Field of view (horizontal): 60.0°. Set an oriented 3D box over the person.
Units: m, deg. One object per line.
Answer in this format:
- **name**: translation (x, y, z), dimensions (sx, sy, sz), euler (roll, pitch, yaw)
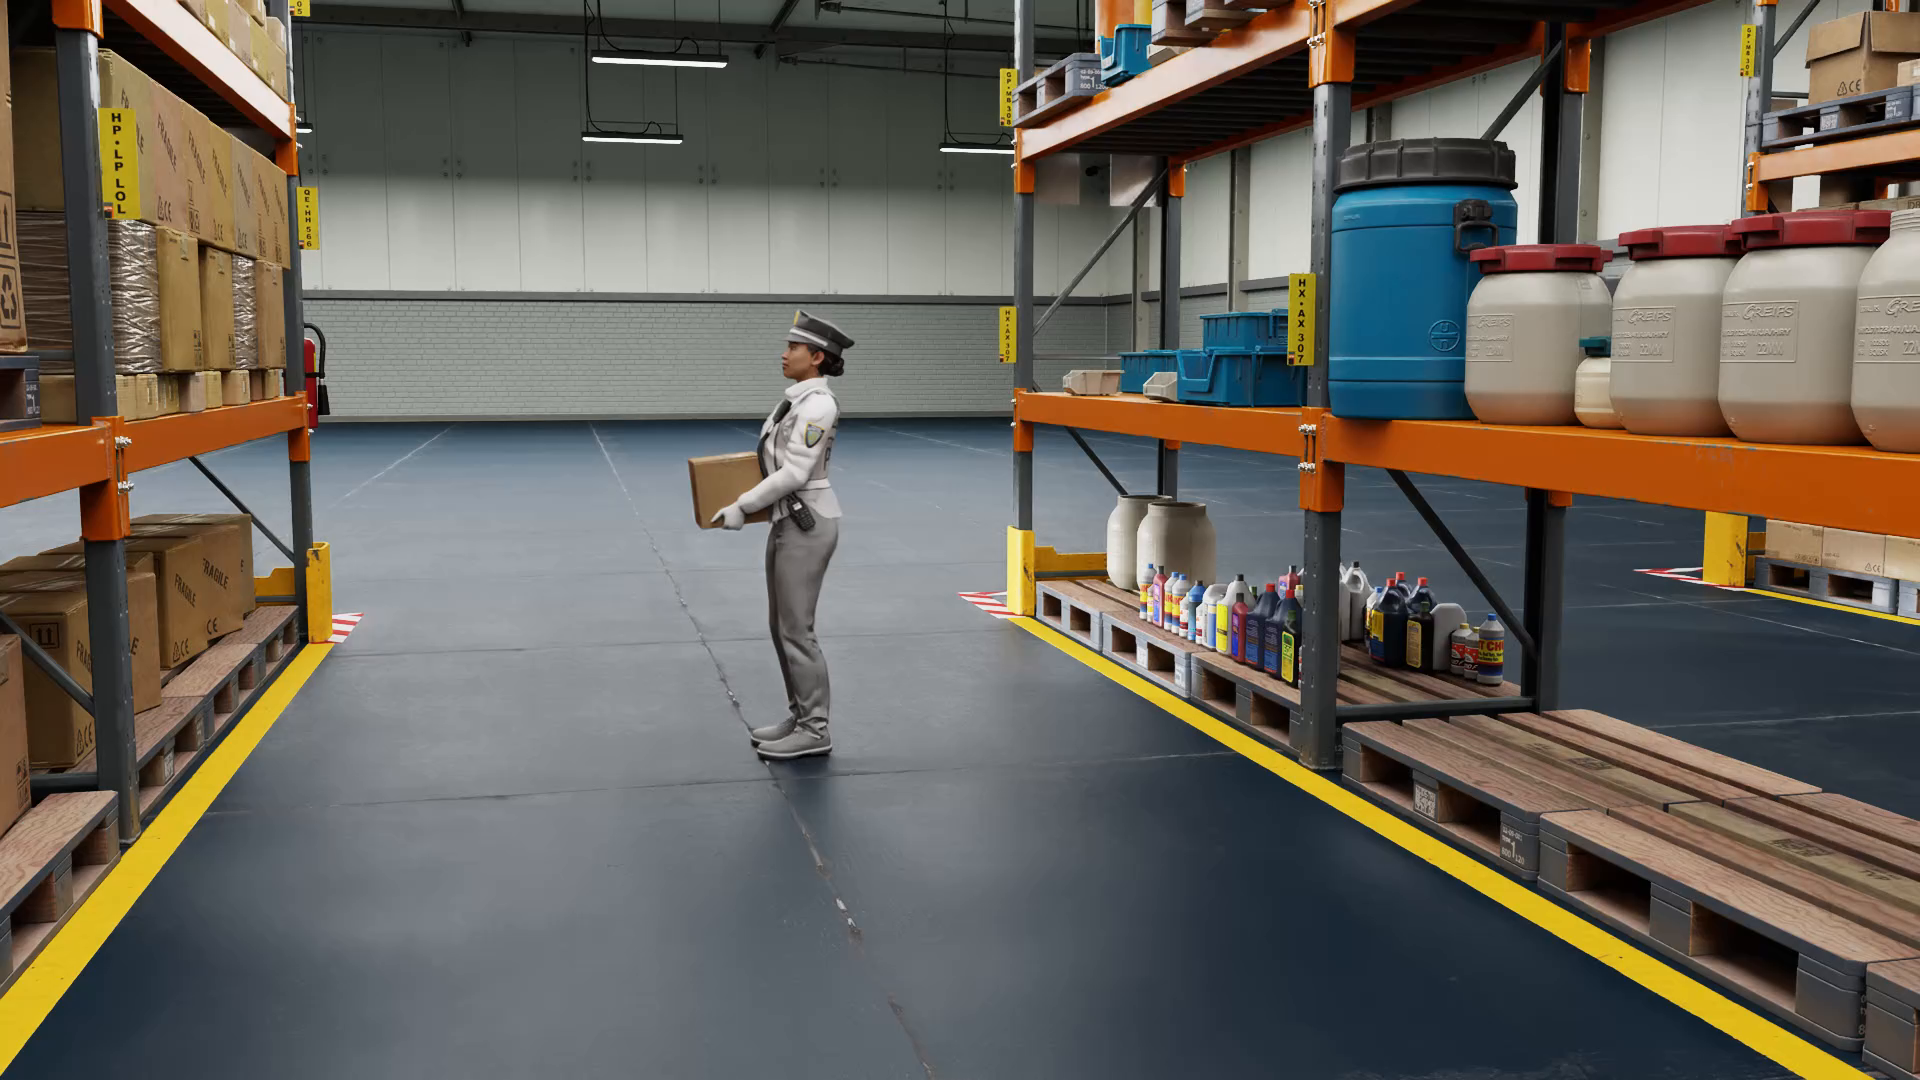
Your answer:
- **person**: translation (-0.678, -0.029, 6.323), dimensions (0.555, 1.687, 0.461), euler (-2, 6, -14)
